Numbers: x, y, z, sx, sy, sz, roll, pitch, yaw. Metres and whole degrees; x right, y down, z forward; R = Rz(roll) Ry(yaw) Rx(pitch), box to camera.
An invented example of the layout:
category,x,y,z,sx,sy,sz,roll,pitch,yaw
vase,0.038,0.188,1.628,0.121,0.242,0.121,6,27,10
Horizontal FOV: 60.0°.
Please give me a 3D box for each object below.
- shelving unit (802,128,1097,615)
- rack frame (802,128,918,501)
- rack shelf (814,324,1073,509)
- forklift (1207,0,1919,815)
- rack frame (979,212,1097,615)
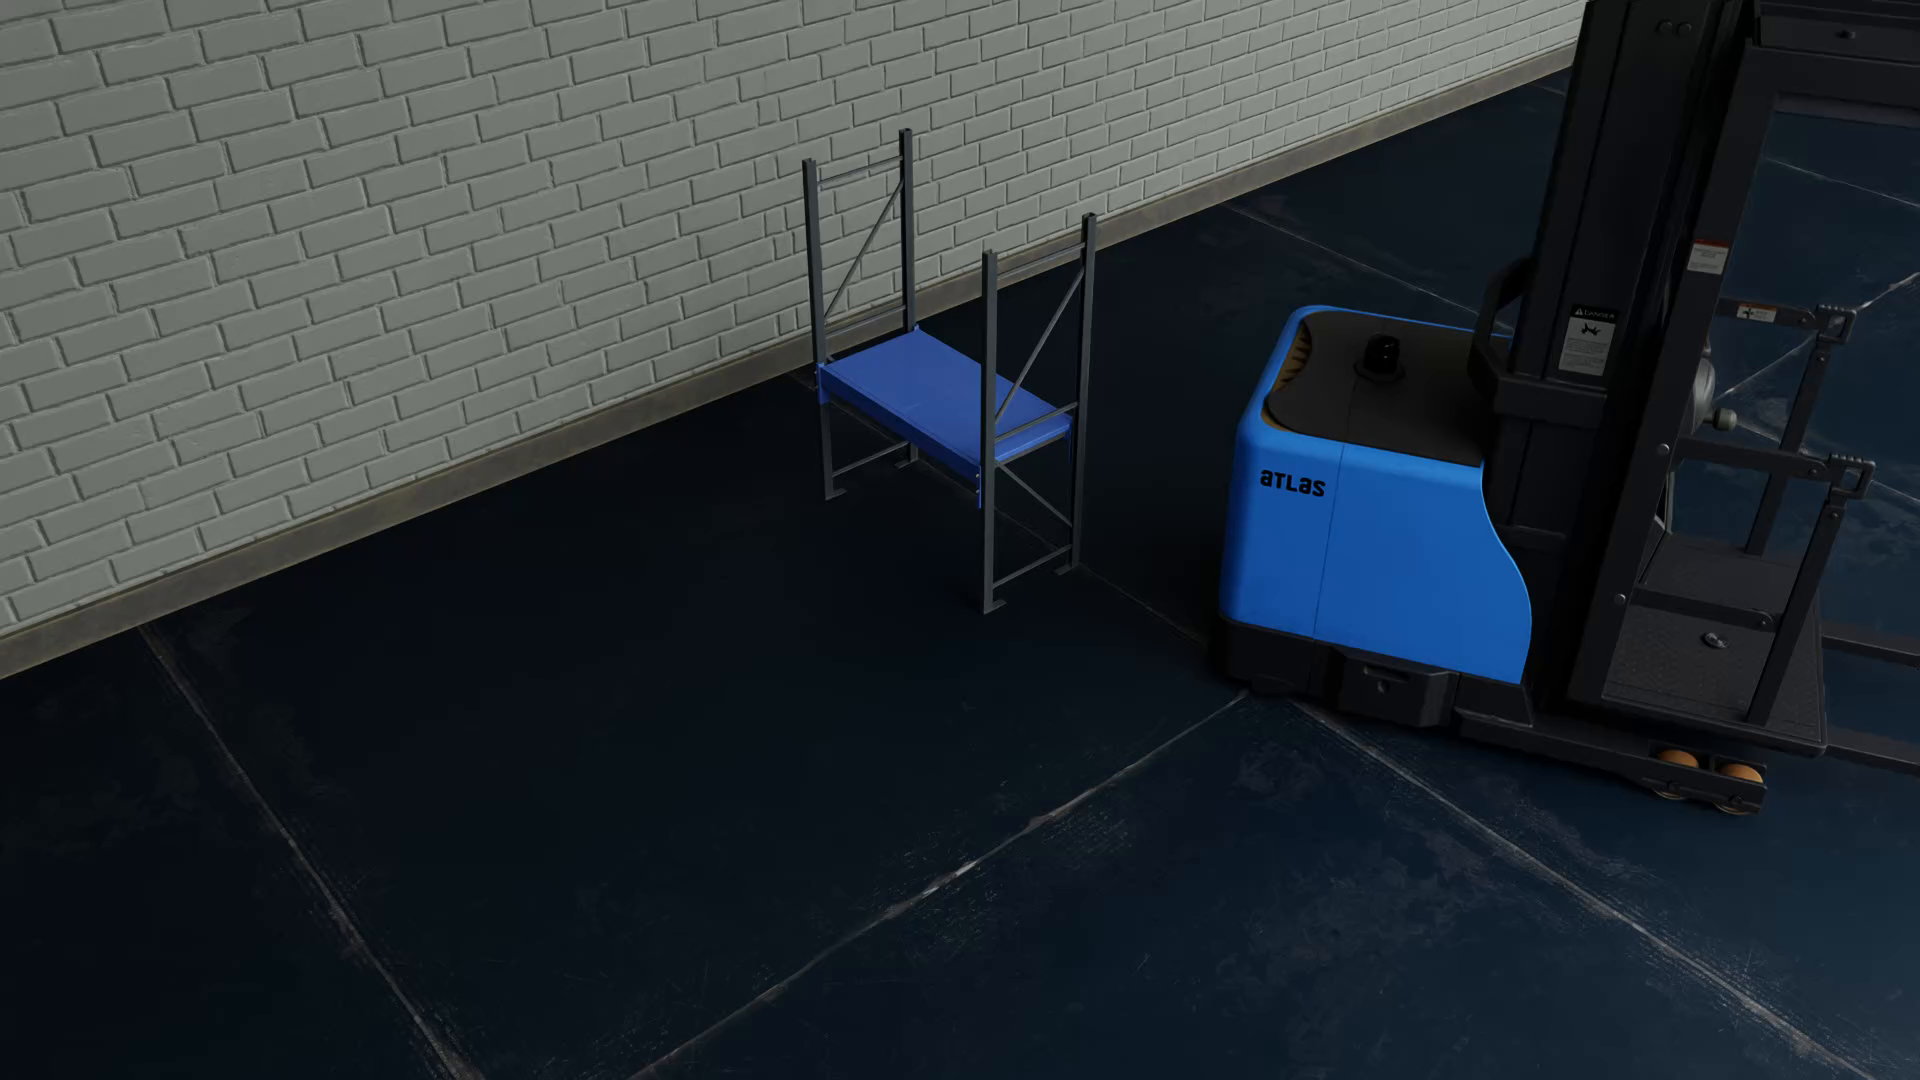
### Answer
category,x,y,z,sx,sy,sz,roll,pitch,yaw
shelving unit,-0.055,-0.650,6.370,0.538,1.500,1.048,-26,43,-32
rack frame,-0.383,-0.874,6.687,0.500,1.500,0.032,-26,43,-32
rack shelf,-0.055,-0.503,6.474,0.538,0.185,1.000,-26,43,-32
forklift,2.467,-0.642,5.120,3.031,2.935,1.130,12,37,17
rack frame,0.273,-0.425,6.053,0.500,1.500,0.032,-26,43,-32
